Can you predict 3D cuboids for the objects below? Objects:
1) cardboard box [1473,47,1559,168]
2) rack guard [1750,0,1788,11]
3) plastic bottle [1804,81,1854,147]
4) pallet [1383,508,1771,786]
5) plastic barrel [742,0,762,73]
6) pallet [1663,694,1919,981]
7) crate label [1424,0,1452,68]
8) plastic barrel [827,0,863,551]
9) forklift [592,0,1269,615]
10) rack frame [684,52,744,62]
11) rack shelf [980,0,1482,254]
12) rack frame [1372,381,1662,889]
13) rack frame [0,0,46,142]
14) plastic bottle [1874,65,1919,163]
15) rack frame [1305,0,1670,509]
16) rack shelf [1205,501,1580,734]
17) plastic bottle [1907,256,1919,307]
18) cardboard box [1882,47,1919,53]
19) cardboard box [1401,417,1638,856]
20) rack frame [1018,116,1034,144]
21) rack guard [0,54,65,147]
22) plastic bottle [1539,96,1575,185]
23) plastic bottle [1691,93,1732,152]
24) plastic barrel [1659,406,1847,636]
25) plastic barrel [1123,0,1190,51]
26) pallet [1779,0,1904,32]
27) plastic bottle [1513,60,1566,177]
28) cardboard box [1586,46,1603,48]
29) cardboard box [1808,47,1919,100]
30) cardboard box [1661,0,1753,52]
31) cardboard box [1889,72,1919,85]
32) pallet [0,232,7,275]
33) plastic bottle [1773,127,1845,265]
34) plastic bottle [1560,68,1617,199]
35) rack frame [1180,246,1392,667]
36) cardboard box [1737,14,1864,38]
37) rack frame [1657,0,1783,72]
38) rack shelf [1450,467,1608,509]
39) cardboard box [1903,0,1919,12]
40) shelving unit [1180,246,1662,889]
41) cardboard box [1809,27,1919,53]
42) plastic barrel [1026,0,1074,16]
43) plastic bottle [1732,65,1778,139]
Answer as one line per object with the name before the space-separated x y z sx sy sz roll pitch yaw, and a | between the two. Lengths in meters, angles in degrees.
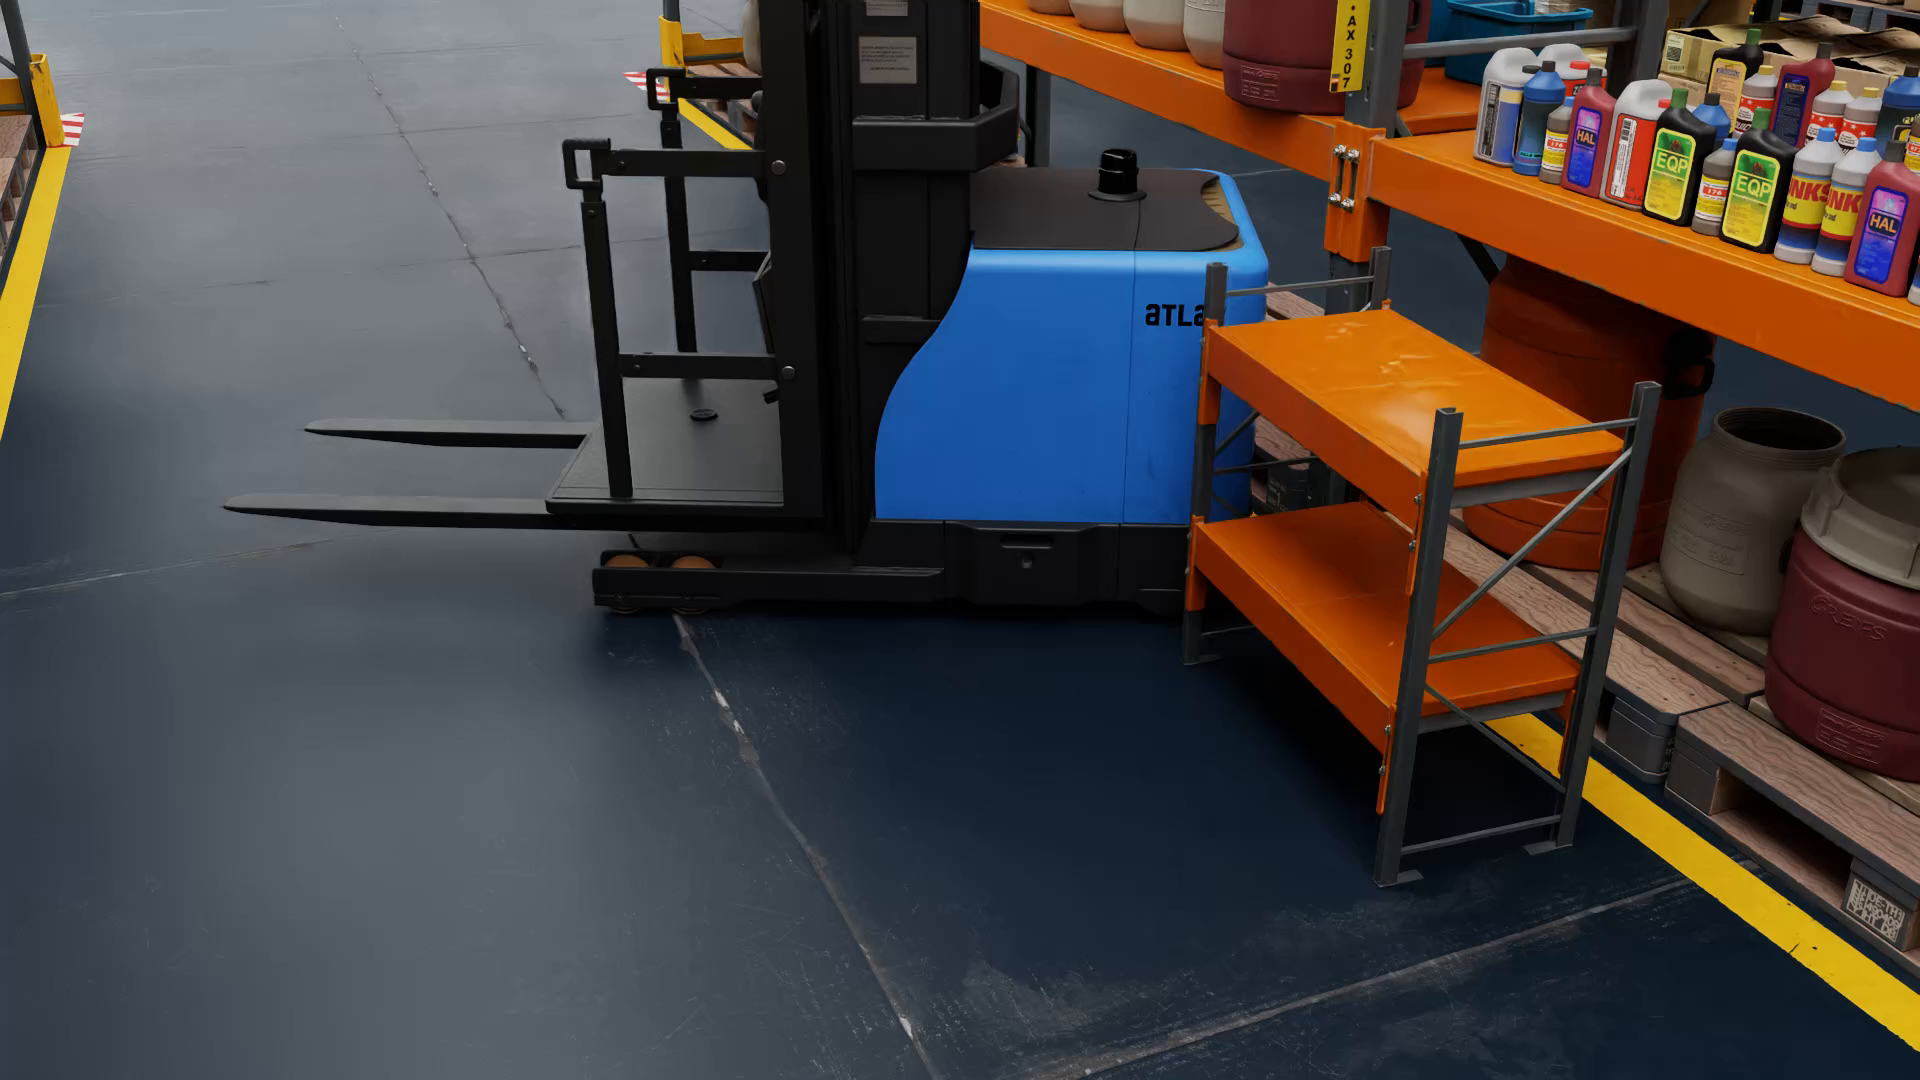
cardboard box | 5.470 0.347 2.493 5.886 1.356 7.345 -11 28 -21
rack guard | 7.561 -5.165 15.259 1.175 0.500 0.348 -11 28 -21
plastic bottle | 2.218 -1.065 4.239 0.097 0.201 0.097 0 26 0
pallet | 1.895 0.177 4.647 1.003 0.211 1.213 -11 28 -21
plastic barrel | -1.257 -3.435 11.224 0.421 0.512 0.421 0 26 0
pallet | 2.369 0.669 3.640 1.003 0.211 1.213 -11 28 -21
crate label | 1.408 -1.851 5.582 0.502 0.435 0.616 -11 28 -21
plastic barrel | -0.103 -1.362 4.590 0.752 2.708 0.959 -11 28 -21
forklift | -3.616 -10.435 23.382 10.823 2.843 42.501 1 26 2
rack frame | -1.588 -4.616 11.286 0.949 2.616 0.053 -11 28 -21
rack shelf | 0.765 -1.872 6.484 1.077 0.370 4.000 -11 28 -21
rack frame | 1.159 0.225 3.507 0.500 1.125 0.032 -8 27 -16
rack frame | -6.142 -3.766 9.544 1.000 3.000 0.127 -11 28 -21
plastic bottle | 2.294 -1.018 4.063 0.097 0.271 0.097 0 26 0
rack frame | 1.548 -1.387 4.673 1.000 3.000 0.127 -11 28 -21
rack shelf | 1.003 0.167 4.016 0.459 0.093 0.952 -8 27 -16
plastic bottle | 1.893 -0.582 3.169 0.097 0.271 0.097 0 26 0
cardboard box | 5.366 -2.532 9.033 0.500 0.311 0.500 -11 28 -21
cardboard box | 1.158 0.225 3.506 0.472 0.981 0.077 -12 28 -23
rack frame | -0.021 -3.002 7.979 0.949 2.616 0.053 -11 28 -21
rack guard | -6.112 -2.612 10.030 1.175 0.500 0.348 -11 28 -21
plastic bottle | 1.479 -0.977 4.059 0.097 0.201 0.097 0 26 0
plastic bottle | 1.678 -0.871 3.763 0.097 0.271 0.097 0 26 0
plastic barrel | 2.059 -0.051 4.292 0.421 0.512 0.421 0 26 0
plastic barrel | 0.784 -1.986 5.772 0.421 0.512 0.421 0 26 0
pallet | 5.877 -1.760 8.614 9.879 0.211 12.008 -11 28 -21
plastic bottle | 1.440 -1.048 4.124 0.097 0.271 0.097 0 26 0
cardboard box | 3.971 -3.158 10.955 0.500 0.250 0.500 -11 28 -21
cardboard box | 4.869 -2.436 8.836 0.500 0.311 0.500 -12 28 -22
cardboard box | 4.647 -3.383 10.560 0.500 0.500 0.500 -11 28 -21
cardboard box | 5.077 -2.227 8.408 0.500 0.311 0.500 -10 28 -19
pallet | -4.871 -1.163 7.392 1.003 0.211 1.213 -11 28 -21
plastic bottle | 2.178 -0.287 2.566 0.097 0.271 2.212 -11 28 -21
plastic bottle | 1.507 -0.964 3.939 0.061 0.283 0.133 -11 28 -21
rack frame | 0.847 -0.199 4.376 0.500 1.125 0.032 -8 27 -16
cardboard box | 4.963 -2.943 9.874 0.500 0.311 0.500 -11 28 -21
rack frame | 4.541 -3.852 9.720 1.000 3.000 0.127 -11 28 -21
rack shelf | 1.003 -0.298 3.789 0.416 0.054 0.922 -8 27 -16
cardboard box | 8.184 -4.564 13.526 0.700 0.500 0.500 -12 29 -24
shelving unit | -10.732 -3.255 5.079 21.321 6.000 12.942 -8 27 -16
cardboard box | 5.173 -2.734 9.446 0.500 0.311 0.500 -10 28 -19
plastic barrel | 0.442 -2.343 6.475 0.433 0.535 0.433 0 26 0
plastic bottle | 2.128 -1.158 4.430 0.097 0.201 0.097 0 26 0
